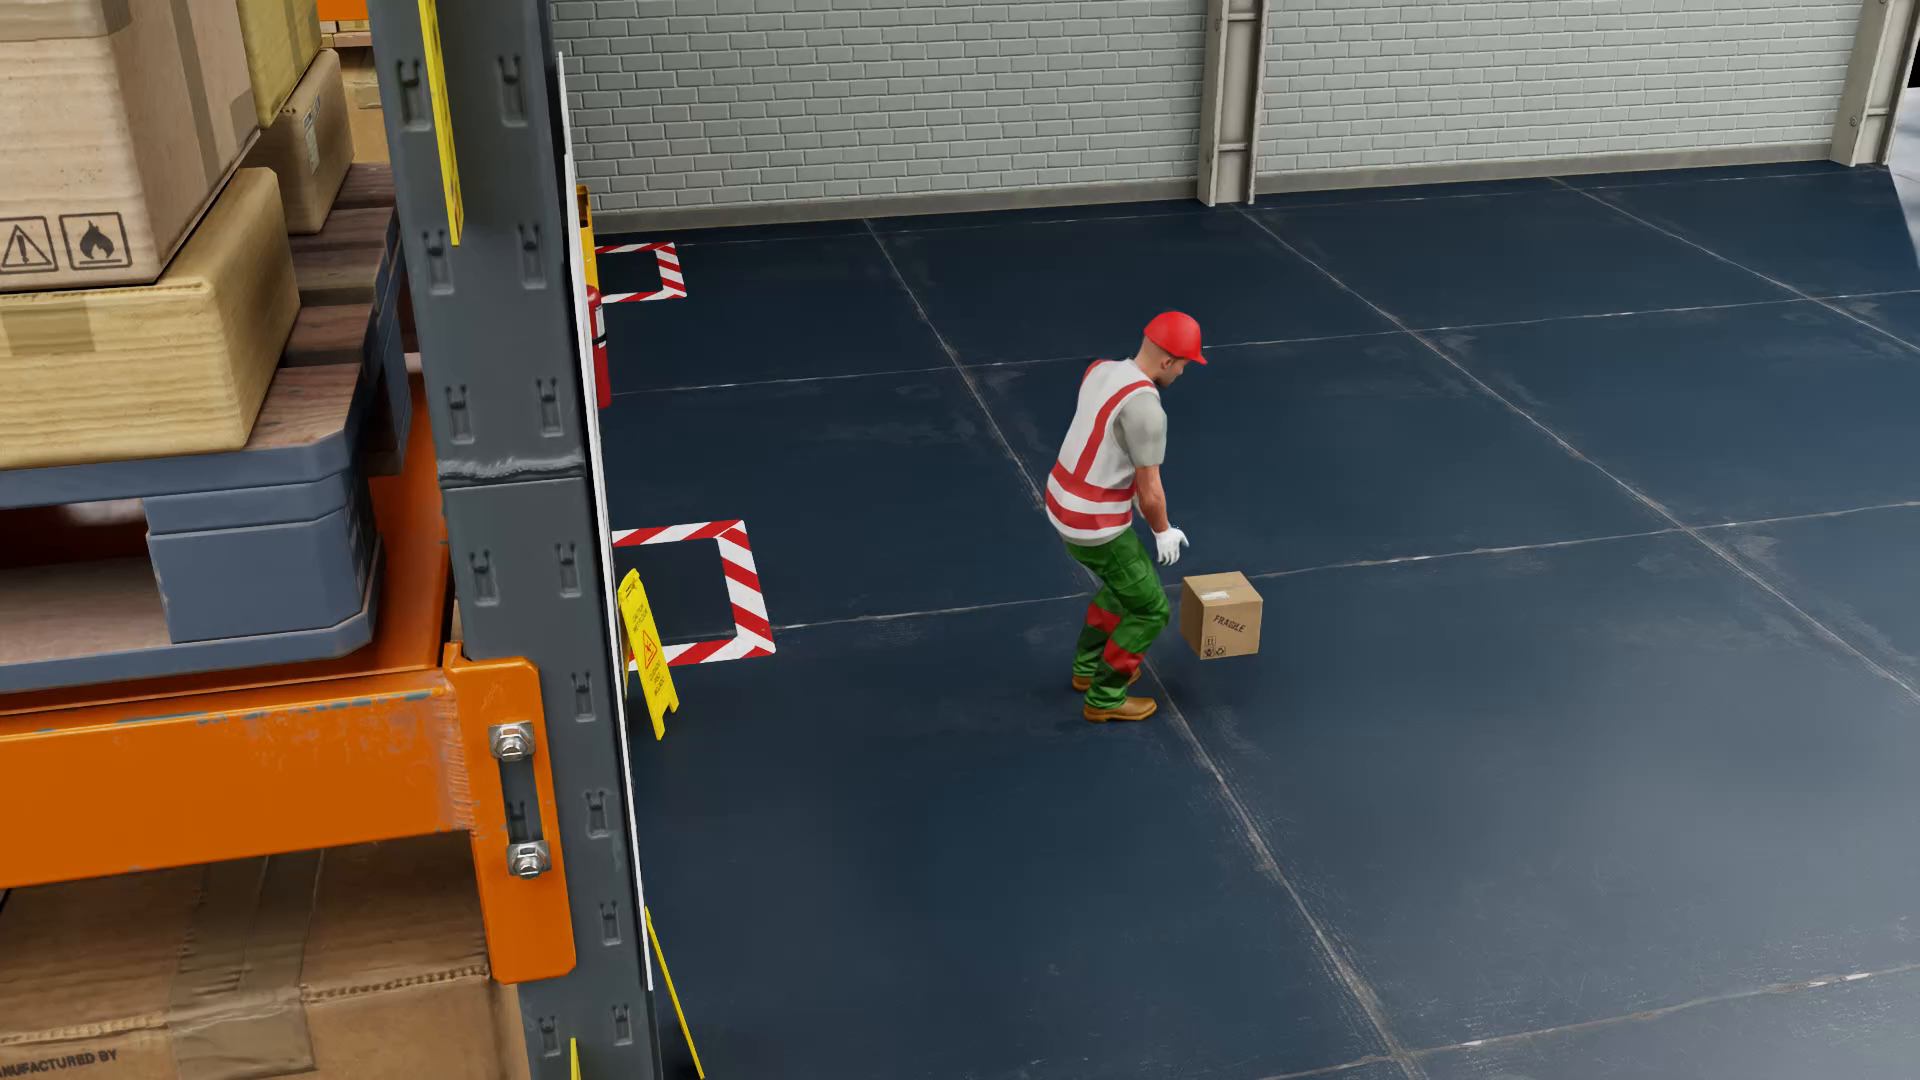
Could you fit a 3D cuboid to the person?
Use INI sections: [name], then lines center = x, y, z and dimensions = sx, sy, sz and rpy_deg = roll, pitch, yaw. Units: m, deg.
[person]
center = 0.632, -0.098, 6.468
dimensions = 0.602, 1.627, 0.568
rpy_deg = -5, 27, -11
